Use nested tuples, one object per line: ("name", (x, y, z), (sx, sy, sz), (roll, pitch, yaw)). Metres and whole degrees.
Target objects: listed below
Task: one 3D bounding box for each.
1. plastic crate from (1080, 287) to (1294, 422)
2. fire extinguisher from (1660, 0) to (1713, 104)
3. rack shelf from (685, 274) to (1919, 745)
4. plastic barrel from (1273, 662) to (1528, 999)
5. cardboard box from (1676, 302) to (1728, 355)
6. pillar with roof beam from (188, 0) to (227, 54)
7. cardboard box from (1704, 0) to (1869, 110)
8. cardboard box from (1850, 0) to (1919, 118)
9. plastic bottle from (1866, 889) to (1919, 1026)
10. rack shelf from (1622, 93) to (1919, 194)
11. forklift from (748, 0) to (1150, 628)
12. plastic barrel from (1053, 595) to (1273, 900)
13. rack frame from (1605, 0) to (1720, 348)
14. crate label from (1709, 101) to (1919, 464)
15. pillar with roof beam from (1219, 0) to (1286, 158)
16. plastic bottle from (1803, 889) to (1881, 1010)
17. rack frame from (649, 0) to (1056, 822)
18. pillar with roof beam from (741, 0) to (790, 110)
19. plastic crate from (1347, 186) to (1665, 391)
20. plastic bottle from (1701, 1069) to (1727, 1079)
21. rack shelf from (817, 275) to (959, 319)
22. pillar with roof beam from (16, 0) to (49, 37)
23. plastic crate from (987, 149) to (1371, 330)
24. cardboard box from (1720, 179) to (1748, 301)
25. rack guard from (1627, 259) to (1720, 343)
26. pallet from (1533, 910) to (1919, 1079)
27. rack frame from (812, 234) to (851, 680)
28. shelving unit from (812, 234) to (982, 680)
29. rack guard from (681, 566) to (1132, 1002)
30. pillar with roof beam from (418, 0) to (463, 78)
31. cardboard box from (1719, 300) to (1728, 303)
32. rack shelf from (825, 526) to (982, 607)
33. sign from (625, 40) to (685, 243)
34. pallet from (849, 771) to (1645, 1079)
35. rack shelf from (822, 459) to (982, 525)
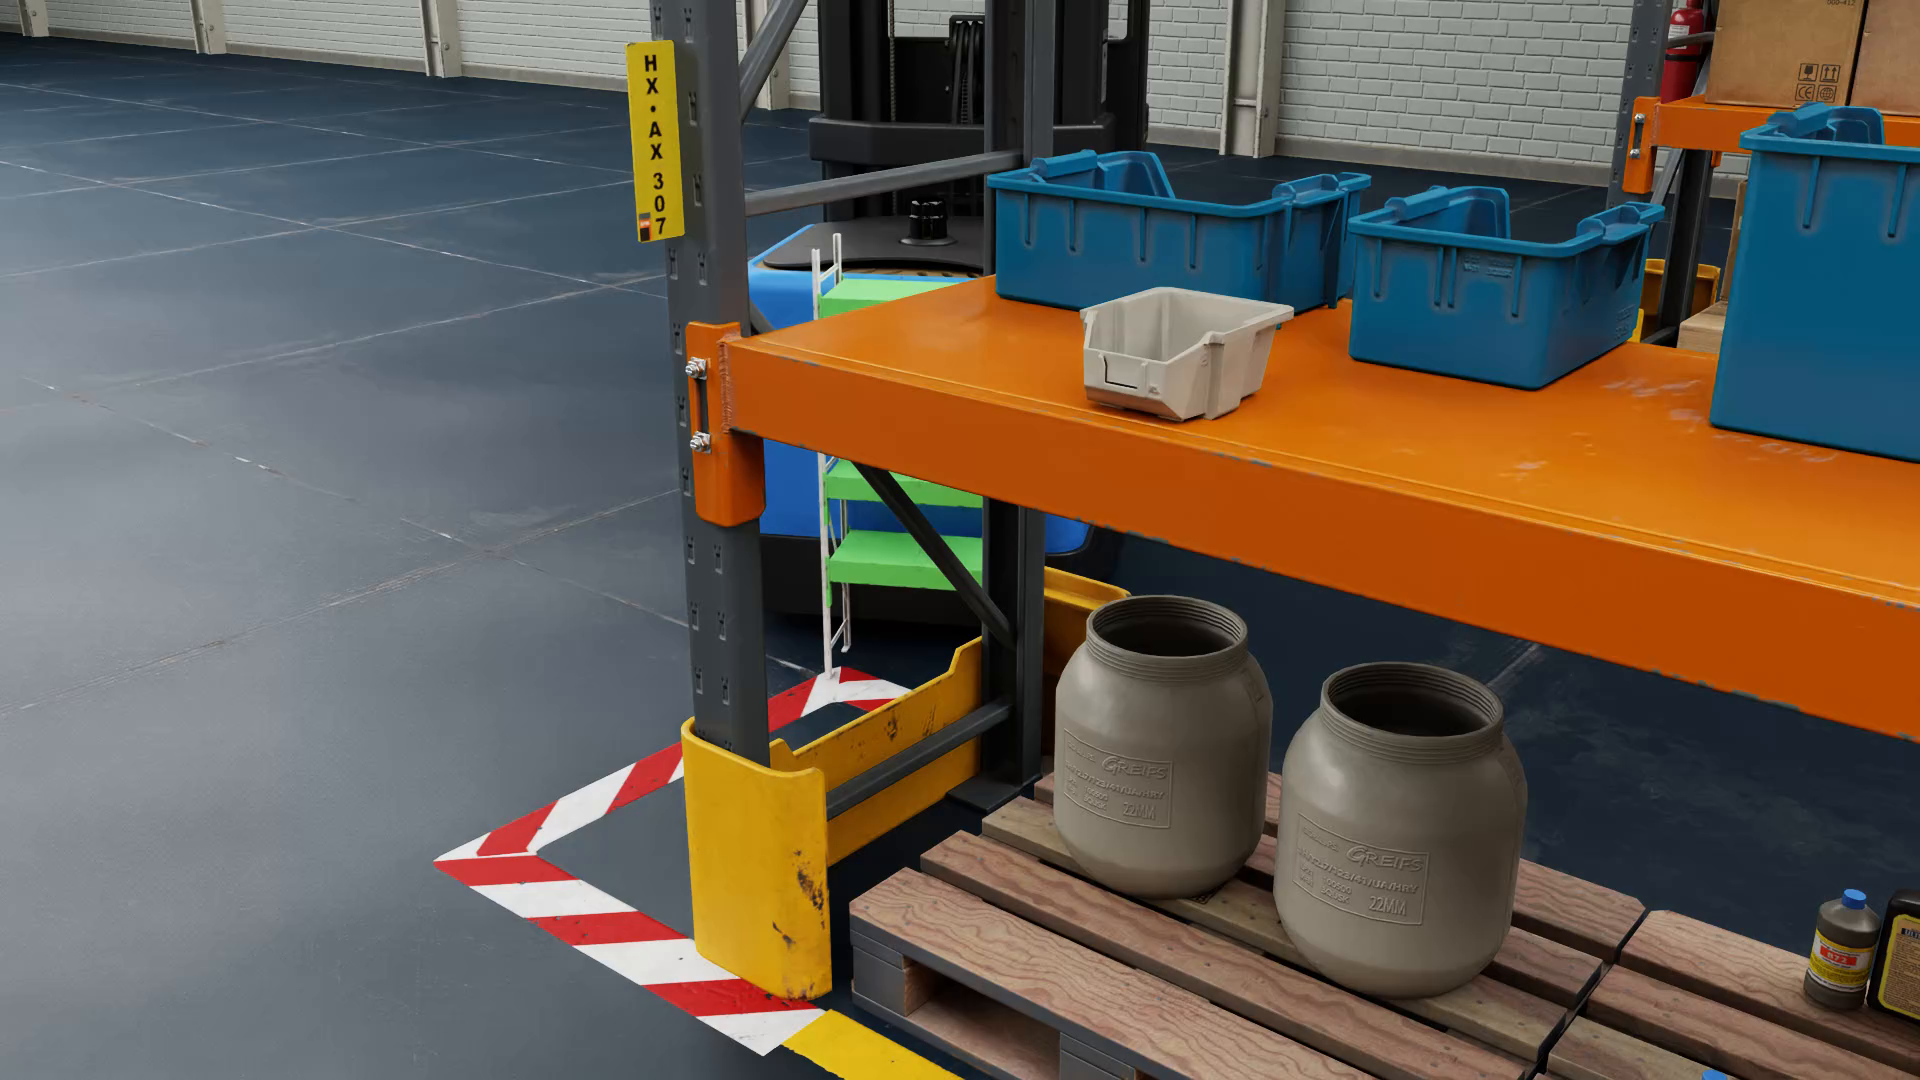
("plastic crate", (0.329, -0.279, 2.530), (0.250, 0.136, 0.298), (16, 26, 36))
("fire extinguisher", (3.176, -2.160, 7.255), (0.183, 0.674, 0.296), (16, 26, 36))
("rack shelf", (1.388, 0.093, 2.190), (4.000, 0.370, 1.077), (16, 26, 36))
("plastic barrel", (0.785, 0.515, 2.981), (0.421, 0.512, 0.421), (0, 21, 0))
("cardboard box", (3.248, -0.773, 6.767), (0.500, 0.250, 0.500), (16, 26, 36))
("pillar with roof beam", (-14.123, -10.463, 20.661), (0.400, 9.000, 9.100), (16, 26, 36))
("cardboard box", (3.327, -1.982, 6.532), (0.500, 0.500, 0.700), (16, 26, 36))
("cardboard box", (3.737, -1.866, 6.225), (0.500, 0.500, 0.700), (17, 26, 38))
("plastic bottle", (1.641, 0.686, 2.823), (0.133, 0.283, 0.061), (17, 26, 38))
("rack shelf", (4.523, -1.260, 5.779), (4.000, 0.370, 1.077), (16, 26, 36))
("forklift", (0.120, -1.590, 5.730), (1.130, 2.935, 3.031), (4, 21, 10))
("plastic barrel", (0.397, 0.404, 3.277), (0.421, 0.512, 0.421), (0, 21, 0))
("rack frame", (2.974, -2.043, 6.835), (0.127, 3.000, 1.000), (16, 26, 36))
("crate label", (1.436, -0.370, 2.347), (0.616, 0.435, 0.502), (16, 26, 36))
("pillar with roof beam", (-0.178, -6.447, 10.011), (0.400, 9.000, 9.100), (16, 26, 36))
("plastic bottle", (1.539, 0.704, 2.894), (0.097, 0.201, 0.097), (0, 21, 0))
("rack frame", (-0.161, -0.690, 3.246), (0.127, 3.000, 1.000), (16, 26, 36))
("pillar with roof beam", (-4.827, -7.786, 13.561), (0.400, 9.000, 9.100), (16, 26, 36))
("plastic crate", (0.915, -0.444, 2.805), (0.408, 0.251, 0.499), (16, 26, 36))
("plastic bottle", (1.046, 0.871, 2.352), (0.097, 0.271, 0.097), (0, 21, 0))
("rack shelf", (-0.107, -0.587, 4.344), (0.480, 0.148, 0.258), (4, 21, 10))
("pillar with roof beam", (-18.772, -11.802, 24.211), (0.400, 9.000, 9.100), (16, 26, 36))
("plastic crate", (0.416, -0.590, 3.193), (0.616, 0.251, 0.499), (16, 26, 36))
("cardboard box", (3.577, -1.266, 7.012), (0.500, 0.500, 0.500), (16, 26, 36))
("rack guard", (2.955, -0.879, 7.290), (0.348, 0.500, 1.175), (16, 26, 36))
("pallet", (1.494, 1.074, 2.521), (1.213, 0.211, 1.003), (16, 26, 36))
("rack frame", (-0.347, -0.213, 4.533), (0.015, 1.200, 0.240), (4, 21, 10))
("shelving unit", (-0.107, -0.197, 4.491), (0.503, 1.200, 0.258), (4, 21, 10))
("rack guard", (-0.073, 0.484, 3.677), (0.348, 0.500, 1.175), (16, 26, 36))
("pillar with roof beam", (-9.475, -9.124, 17.111), (0.400, 9.000, 9.100), (16, 26, 36))
("cardboard box", (3.576, -0.914, 7.143), (0.500, 0.250, 0.500), (16, 26, 36))
("rack shelf", (-0.107, 0.087, 4.598), (0.480, 0.148, 0.258), (4, 21, 10))
("sign", (-0.512, -0.670, 2.801), (0.005, 0.325, 0.100), (16, 26, 36))
("pallet", (0.553, 0.802, 3.243), (1.213, 0.211, 1.003), (16, 26, 36))
("rack shelf", (-0.107, -0.138, 4.514), (0.480, 0.148, 0.258), (4, 21, 10))
